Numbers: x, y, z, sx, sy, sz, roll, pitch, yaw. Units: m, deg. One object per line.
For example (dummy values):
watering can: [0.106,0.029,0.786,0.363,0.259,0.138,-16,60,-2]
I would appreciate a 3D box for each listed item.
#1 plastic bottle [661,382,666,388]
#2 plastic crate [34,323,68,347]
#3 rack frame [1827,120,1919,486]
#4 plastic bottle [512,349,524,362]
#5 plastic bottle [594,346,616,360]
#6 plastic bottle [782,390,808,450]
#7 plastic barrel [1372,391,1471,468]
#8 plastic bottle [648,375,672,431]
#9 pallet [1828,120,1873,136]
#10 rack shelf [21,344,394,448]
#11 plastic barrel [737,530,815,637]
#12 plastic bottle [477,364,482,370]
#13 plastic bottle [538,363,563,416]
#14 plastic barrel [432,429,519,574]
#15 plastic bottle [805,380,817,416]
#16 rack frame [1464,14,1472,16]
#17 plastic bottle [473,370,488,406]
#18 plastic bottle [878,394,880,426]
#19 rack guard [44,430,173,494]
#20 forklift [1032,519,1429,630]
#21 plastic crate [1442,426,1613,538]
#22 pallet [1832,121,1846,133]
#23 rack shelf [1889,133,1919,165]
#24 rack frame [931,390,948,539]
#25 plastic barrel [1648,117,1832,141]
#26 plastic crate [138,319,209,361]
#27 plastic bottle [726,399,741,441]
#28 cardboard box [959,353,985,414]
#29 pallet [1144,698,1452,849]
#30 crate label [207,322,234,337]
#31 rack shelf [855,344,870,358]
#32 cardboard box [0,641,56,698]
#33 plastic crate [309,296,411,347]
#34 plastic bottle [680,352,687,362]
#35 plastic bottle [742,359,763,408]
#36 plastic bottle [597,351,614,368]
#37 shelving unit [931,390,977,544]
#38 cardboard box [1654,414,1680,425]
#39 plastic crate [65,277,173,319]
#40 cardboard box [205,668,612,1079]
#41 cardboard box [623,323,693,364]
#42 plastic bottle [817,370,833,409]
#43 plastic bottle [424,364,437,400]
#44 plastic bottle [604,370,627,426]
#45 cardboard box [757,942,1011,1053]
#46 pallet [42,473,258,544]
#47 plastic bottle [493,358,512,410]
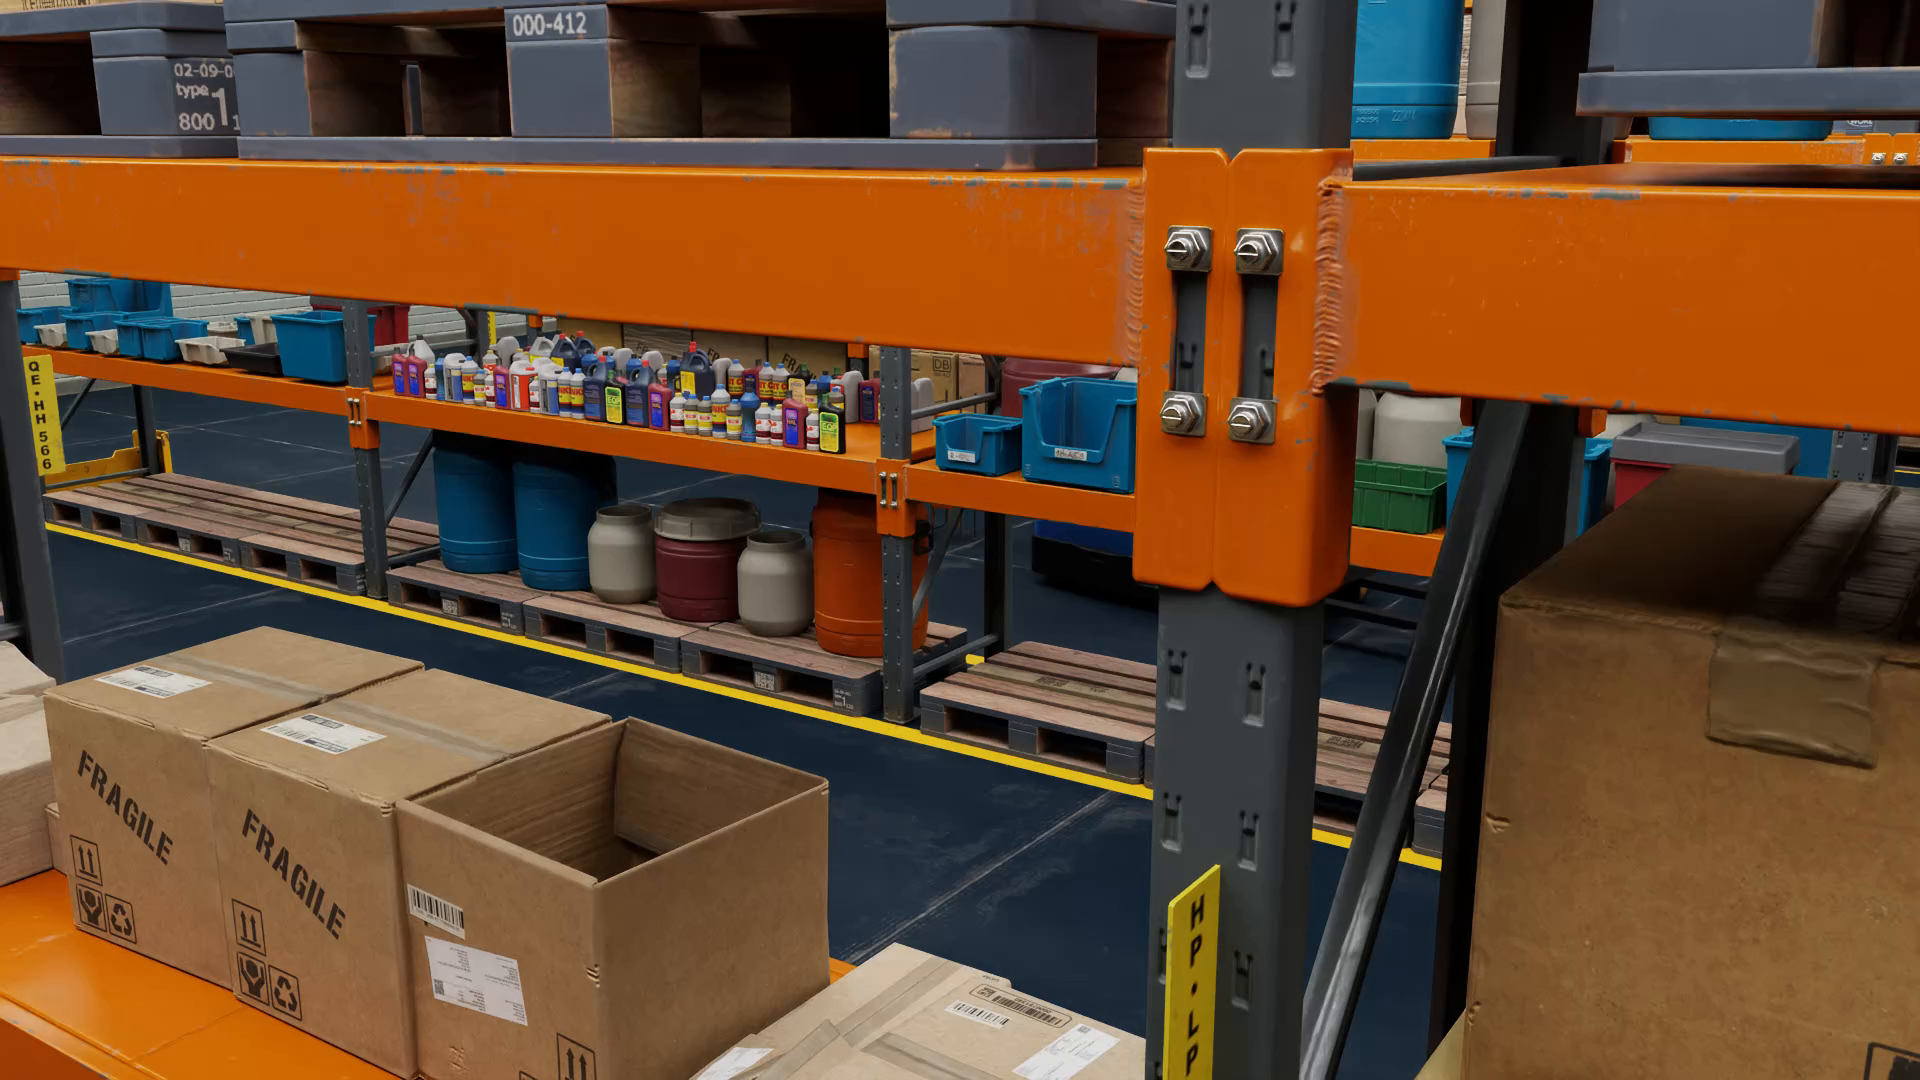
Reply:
plastic bottle: [-1.645,-0.772,8.942,0.133,0.283,0.061,9,17,33]
plastic crate: [-6.447,-1.468,11.936,0.298,0.136,0.250,9,17,33]
rack frame: [3.269,-0.116,6.050,0.127,3.000,1.000,9,17,33]
plastic bottle: [-2.750,-1.094,10.414,0.097,0.201,0.097,0,14,0]
plastic bottle: [-2.140,-1.024,9.974,0.135,0.276,0.152,9,17,33]
plastic bottle: [-0.815,-0.596,8.231,0.133,0.283,0.061,9,17,33]
plastic barrel: [1.989,-0.452,7.126,0.433,0.535,0.433,0,14,0]
plastic bottle: [-1.572,-0.718,8.725,0.133,0.283,0.061,9,17,33]
pallet: [5.581,-2.573,10.121,1.003,0.211,1.213,9,17,33]
rack shelf: [-5.029,-1.108,11.554,4.000,0.370,1.077,9,17,33]
plastic barrel: [-0.984,0.231,8.950,0.421,0.512,0.421,0,14,0]
plastic bottle: [-2.840,-0.933,9.762,0.097,0.201,0.097,0,14,0]
plastic bottle: [-2.237,-0.835,9.214,0.135,0.276,0.152,9,17,33]
plastic barrel: [-2.927,-0.298,10.277,0.708,0.901,0.600,9,17,33]
plastic bottle: [-0.804,-0.780,9.143,0.097,0.201,0.097,0,14,0]
rack frame: [7.693,-8.055,25.634,0.127,3.000,1.000,9,17,33]
plastic bottle: [-2.732,-0.871,9.514,0.097,0.201,0.097,0,14,0]
plastic bottle: [-0.390,-0.713,8.873,0.097,0.201,0.097,0,14,0]
rack guard: [-6.715,-0.513,12.854,0.348,0.500,1.175,9,17,33]
forklift: [1.881,-1.002,9.770,3.031,2.935,1.130,13,19,42]
plastic crate: [2.180,-0.194,6.399,0.575,0.384,0.392,9,17,33]
pallet: [8.097,-3.555,14.099,1.217,0.209,0.805,8,16,31]
rack shelf: [4.929,-0.955,4.692,4.000,0.370,1.077,9,17,33]
rack frame: [-0.146,-0.533,11.792,0.008,1.050,0.200,9,17,33]
plastic barrel: [2.726,-1.840,5.730,0.708,0.901,0.600,9,17,33]
plastic crate: [-5.325,-1.358,11.289,0.300,0.233,0.416,9,17,33]
plastic bottle: [-1.143,-0.614,8.477,0.097,0.201,0.097,0,14,0]
cardboard box: [0.679,-1.147,13.764,0.875,0.875,1.225,9,16,31]
pallet: [1.579,0.976,7.439,1.213,0.211,1.003,9,17,33]
crate label: [-5.433,-1.479,11.979,0.243,0.136,0.396,9,17,33]
rack shelf: [1.055,-1.559,13.376,4.000,0.370,1.077,9,17,33]
cardboard box: [-2.540,0.435,4.007,0.500,0.311,0.500,10,17,36]
plastic crate: [-3.970,-1.419,11.055,0.583,0.464,0.402,9,17,33]
plastic bottle: [-1.619,-0.956,9.686,0.133,0.283,0.061,9,17,33]
plastic bottle: [-1.162,-0.882,9.388,0.133,0.283,0.061,9,17,33]
plastic bottle: [-2.083,-0.976,9.791,0.097,0.271,0.097,0,14,0]
shelving unit: [-0.044,-0.517,11.726,0.252,1.050,0.215,9,17,33]
cardboard box: [6.749,-1.511,15.493,0.750,0.750,1.050,9,17,34]
plastic crate: [-6.306,-1.764,12.508,0.499,0.435,0.616,9,17,33]
cardboard box: [-0.979,0.578,3.036,0.500,0.500,0.500,9,17,33]
cardboard box: [-2.593,-1.693,15.970,0.875,0.875,0.875,9,17,33]
plastic bottle: [-0.727,-0.783,9.013,0.097,0.271,0.097,0,14,0]
plastic bottle: [-3.086,-0.929,9.745,0.097,0.201,0.097,0,14,0]
plastic bottle: [-1.836,-0.761,8.898,0.133,0.283,0.061,9,17,33]
cardboard box: [-0.120,0.833,2.737,0.250,0.149,0.380,9,17,33]
pallet: [-6.026,-0.253,12.408,1.213,0.211,1.003,9,17,33]
plastic bottle: [-2.566,-0.879,9.374,0.133,0.283,0.061,9,17,33]
